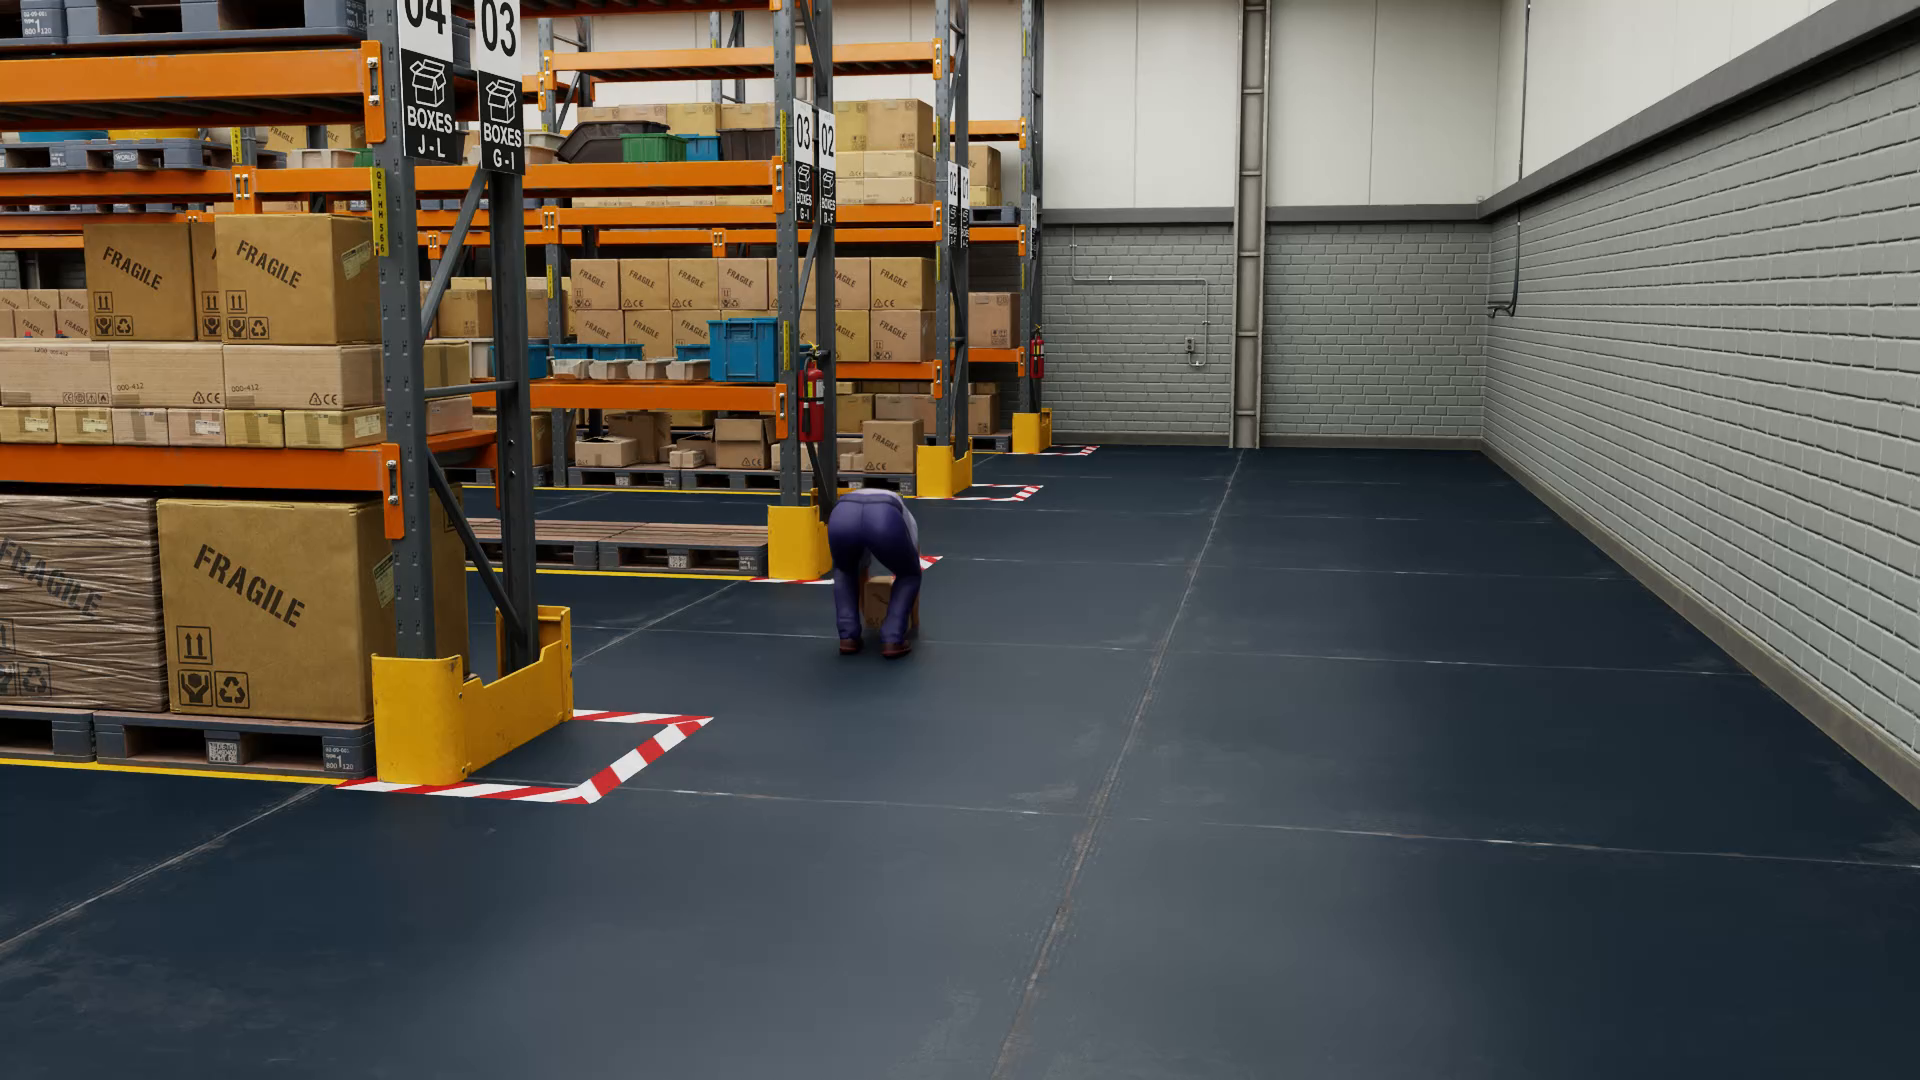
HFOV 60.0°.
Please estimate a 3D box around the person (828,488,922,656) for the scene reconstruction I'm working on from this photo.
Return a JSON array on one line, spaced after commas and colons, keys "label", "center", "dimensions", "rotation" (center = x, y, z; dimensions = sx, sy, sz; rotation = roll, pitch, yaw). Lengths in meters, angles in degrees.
[{"label": "person", "center": [-0.448, 0.145, 9.042], "dimensions": [0.500, 0.895, 0.899], "rotation": [1, 8, 8]}]
